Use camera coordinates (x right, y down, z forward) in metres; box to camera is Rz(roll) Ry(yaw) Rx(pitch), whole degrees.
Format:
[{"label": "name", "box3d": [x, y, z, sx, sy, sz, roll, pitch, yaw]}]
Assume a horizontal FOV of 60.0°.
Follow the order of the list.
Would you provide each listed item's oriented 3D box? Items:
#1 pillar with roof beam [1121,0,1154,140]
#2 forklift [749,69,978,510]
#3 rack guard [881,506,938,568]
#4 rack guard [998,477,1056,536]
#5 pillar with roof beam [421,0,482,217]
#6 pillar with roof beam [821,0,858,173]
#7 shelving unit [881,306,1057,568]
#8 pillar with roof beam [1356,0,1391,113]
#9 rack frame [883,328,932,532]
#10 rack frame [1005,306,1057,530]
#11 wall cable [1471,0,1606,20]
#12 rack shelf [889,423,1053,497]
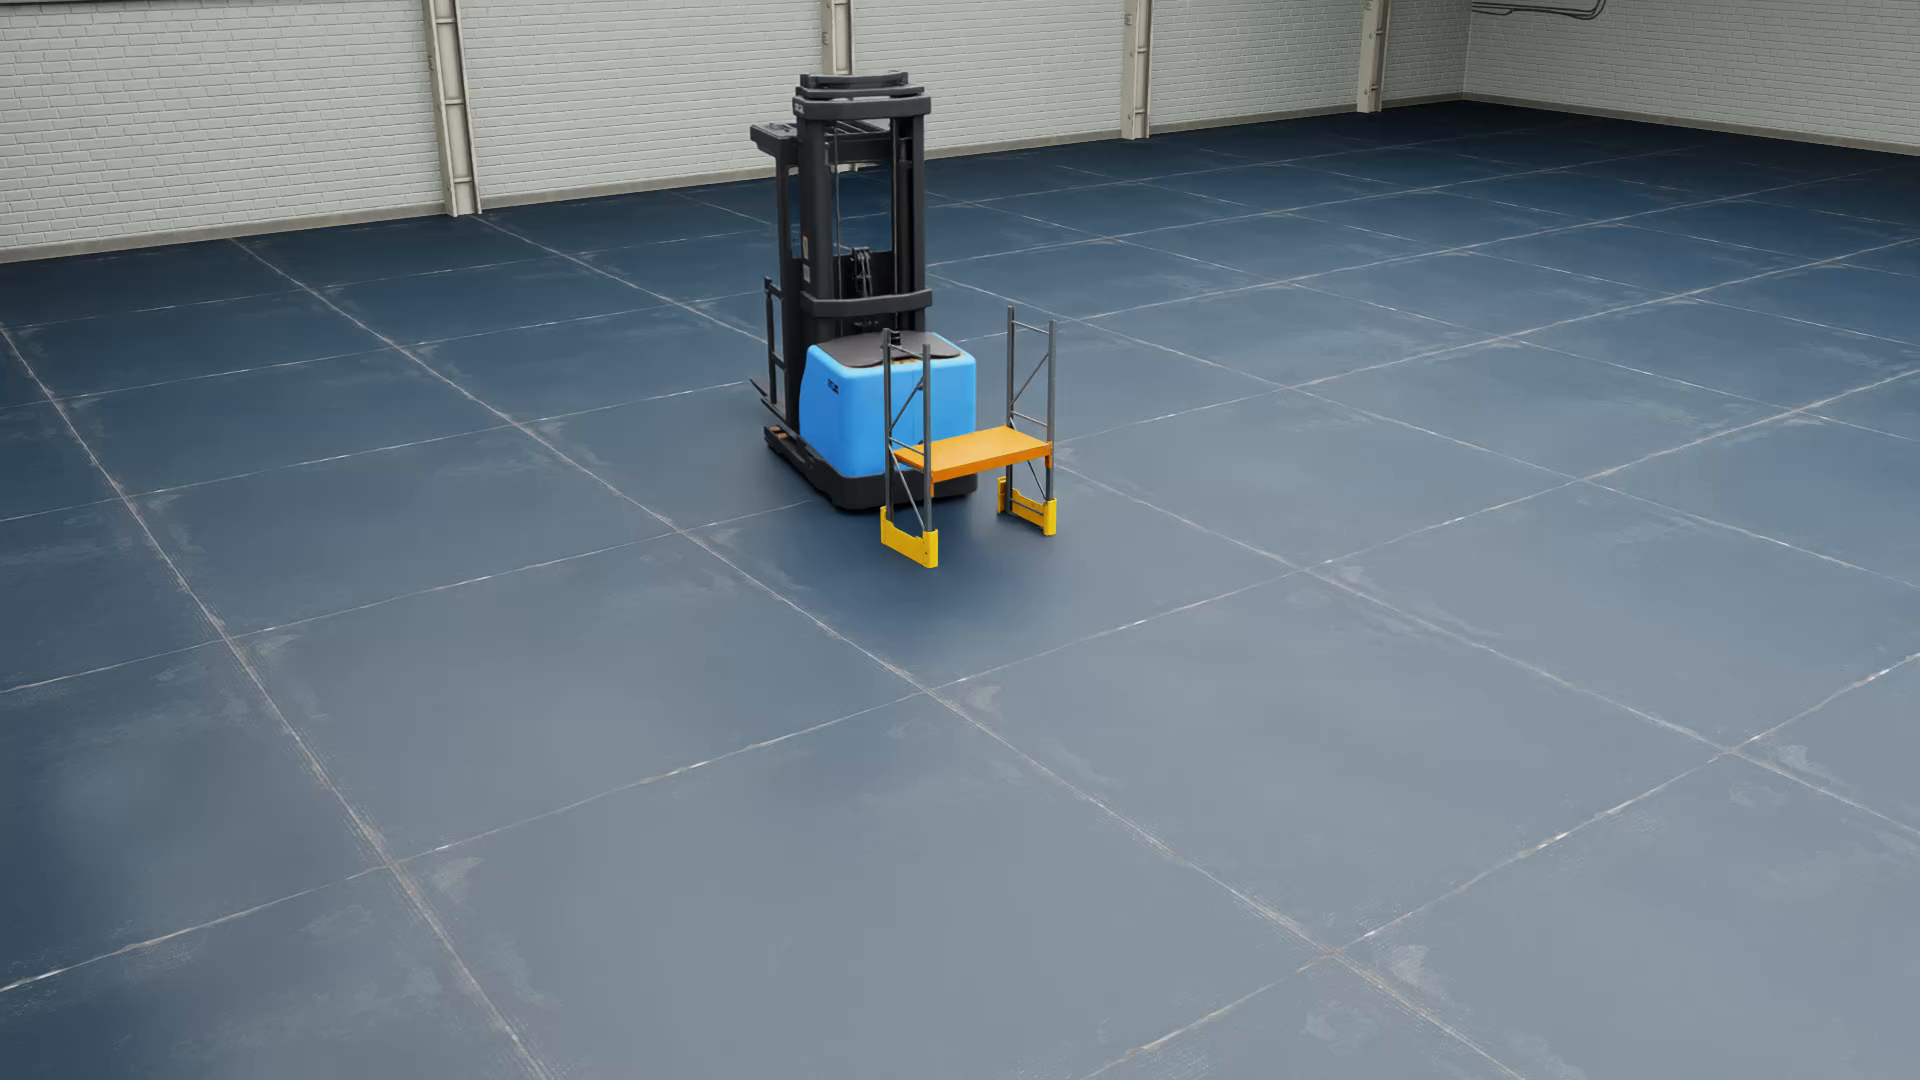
[{"label": "pillar with roof beam", "box3d": [5.555, -9.893, 24.048, 0.400, 9.000, 9.100, -15, 26, -33]}, {"label": "forklift", "box3d": [-0.912, -2.089, 12.676, 1.130, 2.935, 3.031, -9, 23, -21]}, {"label": "rack guard", "box3d": [-0.342, -0.025, 11.121, 0.087, 0.250, 0.587, -15, 26, -33]}, {"label": "rack guard", "box3d": [0.466, -0.240, 11.662, 0.087, 0.250, 0.587, -15, 26, -33]}, {"label": "pillar with roof beam", "box3d": [-4.186, -7.296, 17.539, 0.400, 9.000, 9.100, -15, 26, -33]}, {"label": "pillar with roof beam", "box3d": [0.685, -8.595, 20.793, 0.400, 9.000, 9.100, -15, 26, -33]}, {"label": "shelving unit", "box3d": [0.062, -0.713, 11.160, 1.083, 1.500, 0.587, -15, 26, -33]}, {"label": "pillar with roof beam", "box3d": [10.426, -11.192, 27.302, 0.400, 9.000, 9.100, -15, 26, -33]}, {"label": "rack frame", "box3d": [-0.343, -0.605, 10.889, 0.032, 1.500, 0.500, -15, 26, -33]}, {"label": "rack frame", "box3d": [0.482, -0.825, 11.440, 0.032, 1.500, 0.500, -15, 26, -33]}, {"label": "wall cable", "box3d": [11.075, -11.285, 31.724, 0.112, 2.526, 3.097, -15, 26, -33]}, {"label": "rack shelf", "box3d": [0.069, -0.548, 11.231, 1.000, 0.185, 0.538, -15, 26, -33]}]
